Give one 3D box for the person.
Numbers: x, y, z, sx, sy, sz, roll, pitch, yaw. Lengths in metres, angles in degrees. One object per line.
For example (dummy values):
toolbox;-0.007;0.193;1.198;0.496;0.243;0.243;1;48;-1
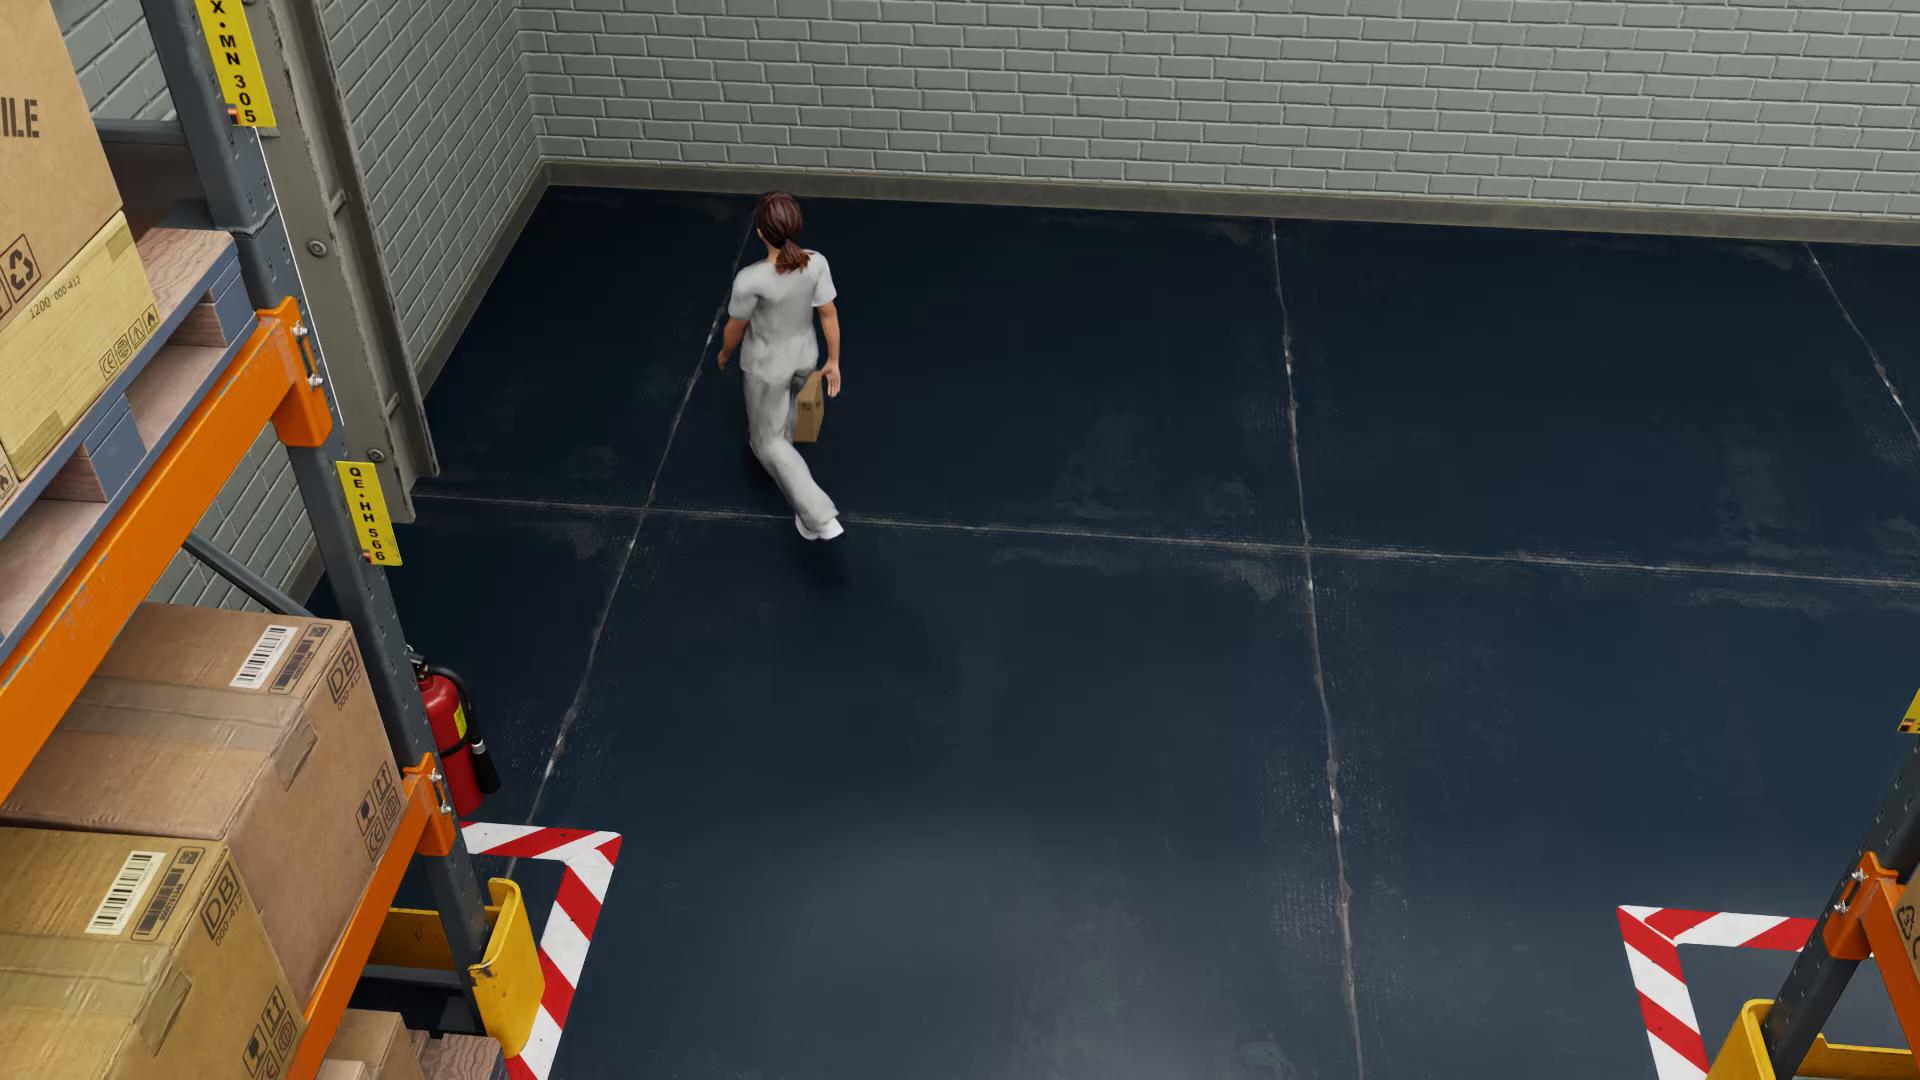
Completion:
person;-0.773;-0.768;7.087;0.447;1.623;0.980;-27;47;-28
